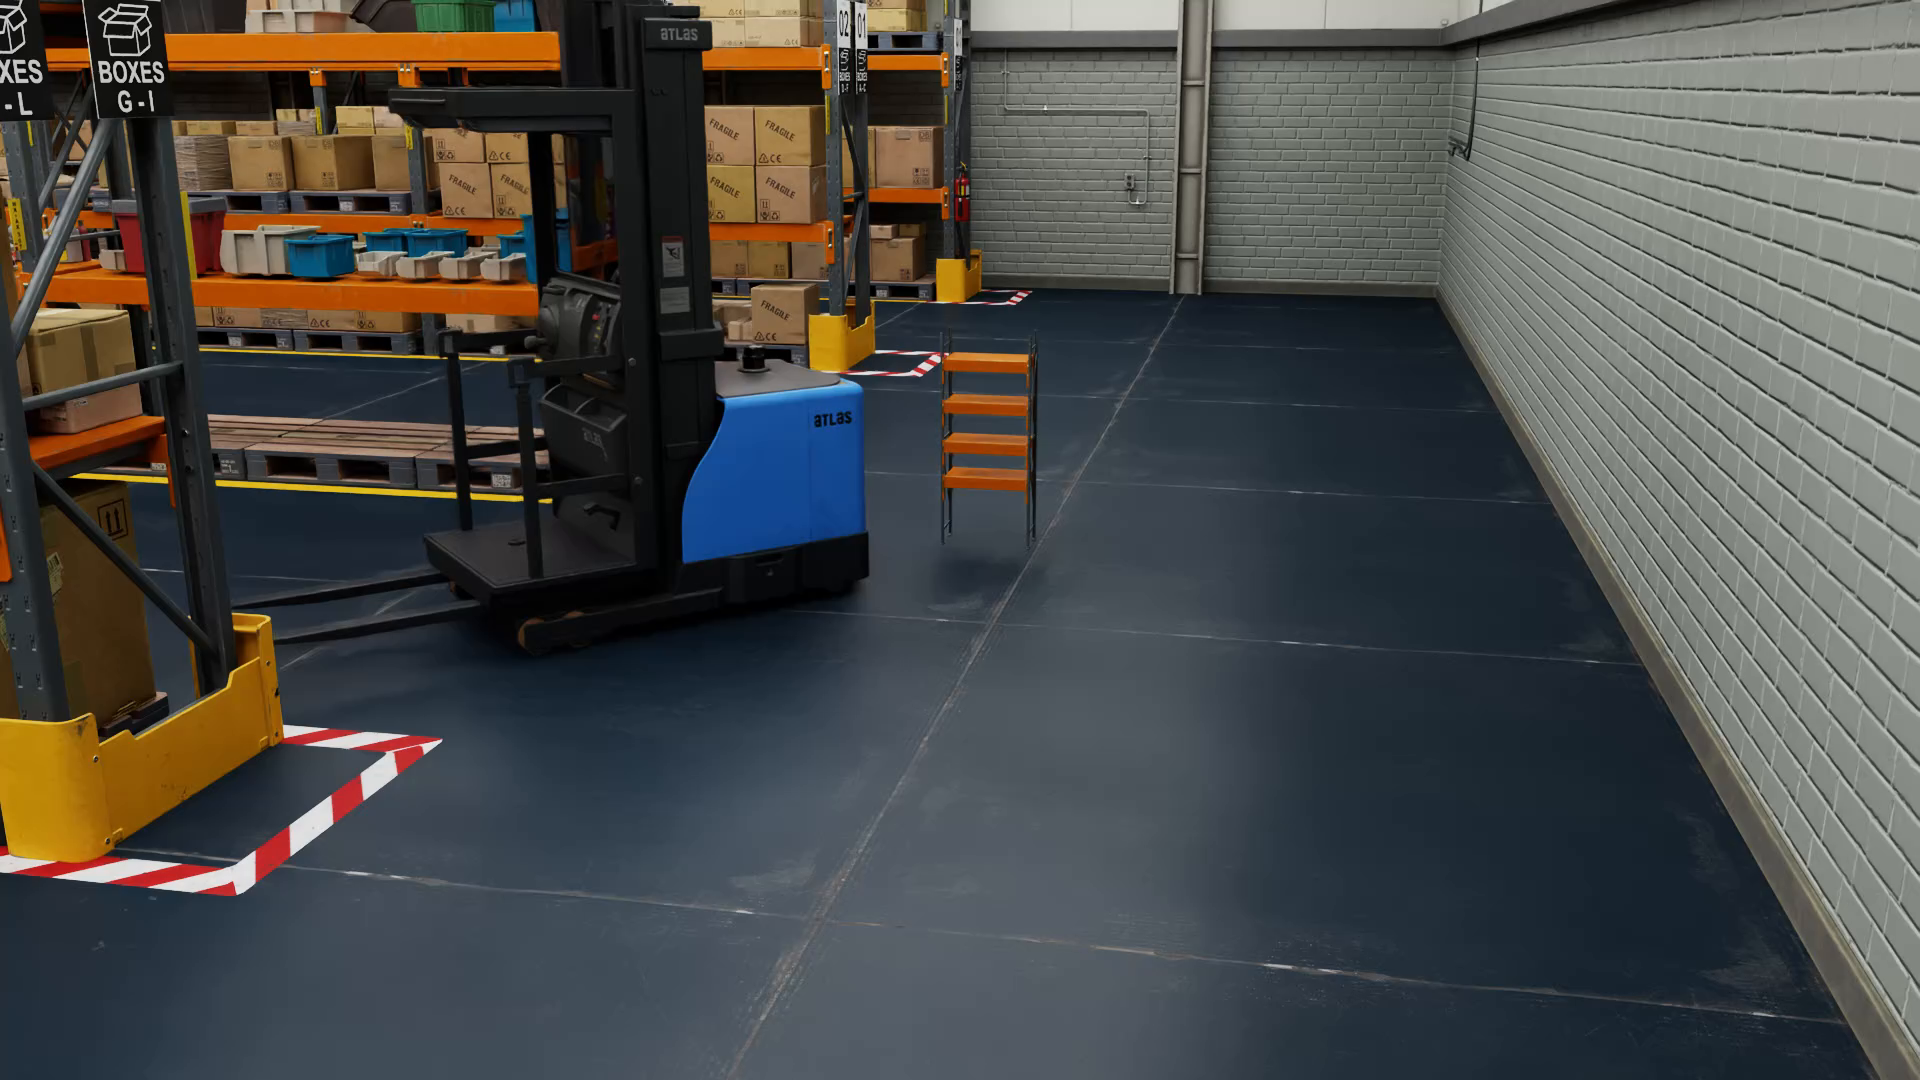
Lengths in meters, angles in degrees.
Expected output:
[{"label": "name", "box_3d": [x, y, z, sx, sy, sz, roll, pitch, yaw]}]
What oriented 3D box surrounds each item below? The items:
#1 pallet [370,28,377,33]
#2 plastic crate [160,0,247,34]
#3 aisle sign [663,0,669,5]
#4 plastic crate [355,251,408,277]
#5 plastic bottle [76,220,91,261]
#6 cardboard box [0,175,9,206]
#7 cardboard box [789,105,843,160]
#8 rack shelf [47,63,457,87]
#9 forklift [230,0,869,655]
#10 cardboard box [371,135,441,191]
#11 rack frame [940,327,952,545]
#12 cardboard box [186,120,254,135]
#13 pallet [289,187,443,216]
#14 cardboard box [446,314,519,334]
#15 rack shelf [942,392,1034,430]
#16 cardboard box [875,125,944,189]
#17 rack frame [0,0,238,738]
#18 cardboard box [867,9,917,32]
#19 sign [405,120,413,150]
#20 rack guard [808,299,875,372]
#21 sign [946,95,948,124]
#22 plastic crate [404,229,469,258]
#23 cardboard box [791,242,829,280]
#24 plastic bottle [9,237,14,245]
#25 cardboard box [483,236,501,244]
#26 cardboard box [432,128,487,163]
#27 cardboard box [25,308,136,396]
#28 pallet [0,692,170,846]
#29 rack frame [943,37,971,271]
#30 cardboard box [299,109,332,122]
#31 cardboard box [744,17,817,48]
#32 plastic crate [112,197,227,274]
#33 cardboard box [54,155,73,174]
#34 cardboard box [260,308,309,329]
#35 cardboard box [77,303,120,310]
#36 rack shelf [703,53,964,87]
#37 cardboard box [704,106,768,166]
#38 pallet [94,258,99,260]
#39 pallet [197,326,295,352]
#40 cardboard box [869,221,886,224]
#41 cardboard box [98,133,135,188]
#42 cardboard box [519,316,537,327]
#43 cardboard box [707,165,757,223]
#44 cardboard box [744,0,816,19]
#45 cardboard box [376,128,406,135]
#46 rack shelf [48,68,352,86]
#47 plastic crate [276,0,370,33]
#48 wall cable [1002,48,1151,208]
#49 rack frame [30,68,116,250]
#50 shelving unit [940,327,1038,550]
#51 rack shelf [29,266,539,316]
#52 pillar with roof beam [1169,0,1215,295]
[{"label": "pallet", "box_3d": [-5.558, -4.734, 15.695, 1.003, 0.211, 1.213, 3, 16, 11]}, {"label": "plastic crate", "box_3d": [-4.761, -3.275, 10.321, 0.590, 0.269, 0.497, 3, 16, 11]}, {"label": "aisle sign", "box_3d": [-1.875, -3.144, 10.353, 0.004, 0.787, 0.394, 3, 16, 11]}, {"label": "plastic crate", "box_3d": [-3.692, -1.754, 10.585, 0.250, 0.136, 0.298, 3, 16, 11]}, {"label": "plastic bottle", "box_3d": [-6.198, -2.105, 11.691, 0.133, 0.283, 0.061, 3, 16, 11]}, {"label": "cardboard box", "box_3d": [-9.691, -3.594, 17.014, 0.500, 0.311, 0.500, 3, 16, 10]}, {"label": "cardboard box", "box_3d": [-1.396, -3.735, 15.298, 0.500, 0.500, 0.500, 4, 16, 13]}, {"label": "rack shelf", "box_3d": [-6.893, -4.531, 15.958, 4.000, 0.370, 1.077, 3, 16, 11]}, {"label": "forklift", "box_3d": [-1.977, -1.047, 7.780, 3.031, 2.935, 1.130, -10, 18, -32]}, {"label": "cardboard box", "box_3d": [-5.353, -3.660, 16.112, 0.500, 0.500, 0.700, -2, 16, -8]}, {"label": "rack frame", "box_3d": [-0.077, -0.582, 9.347, 0.015, 1.200, 0.240, 3, 16, 11]}, {"label": "cardboard box", "box_3d": [-9.558, -5.178, 21.553, 0.500, 0.500, 0.700, 3, 16, 11]}, {"label": "pallet", "box_3d": [-5.695, -3.304, 16.161, 1.213, 0.211, 1.003, 3, 16, 11]}, {"label": "cardboard box", "box_3d": [-4.565, -2.163, 15.894, 0.500, 0.311, 0.500, 3, 16, 11]}, {"label": "rack shelf", "box_3d": [0.162, -0.720, 9.258, 0.480, 0.148, 0.258, 3, 16, 11]}, {"label": "cardboard box", "box_3d": [-0.532, -4.578, 19.838, 0.700, 0.700, 0.980, 4, 16, 14]}, {"label": "rack frame", "box_3d": [-2.991, -0.522, 5.756, 0.127, 3.000, 1.000, 3, 16, 11]}, {"label": "cardboard box", "box_3d": [-0.801, -6.002, 19.230, 0.500, 0.250, 0.500, 4, 16, 13]}, {"label": "sign", "box_3d": [-5.040, -3.738, 15.199, 0.005, 0.325, 0.100, 3, 16, 11]}, {"label": "rack guard", "box_3d": [-1.088, -1.912, 15.459, 0.348, 0.500, 1.175, 3, 16, 11]}, {"label": "sign", "box_3d": [-0.152, -4.940, 19.094, 0.005, 0.325, 0.100, 3, 16, 11]}, {"label": "plastic crate", "box_3d": [-3.471, -1.935, 11.059, 0.300, 0.233, 0.416, 3, 16, 11]}, {"label": "cardboard box", "box_3d": [-1.719, -3.471, 20.299, 0.500, 0.500, 0.700, 3, 16, 9]}, {"label": "plastic bottle", "box_3d": [-6.667, -2.044, 11.626, 0.097, 0.201, 0.097, 0, 15, 0]}, {"label": "cardboard box", "box_3d": [-5.484, -3.835, 20.959, 0.750, 0.750, 0.750, 4, 16, 13]}, {"label": "cardboard box", "box_3d": [-4.528, -3.757, 15.376, 0.500, 0.500, 0.500, 4, 16, 13]}, {"label": "cardboard box", "box_3d": [-3.408, -0.689, 6.083, 0.500, 0.250, 0.500, 3, 16, 10]}, {"label": "pallet", "box_3d": [-3.790, 0.800, 6.208, 1.213, 0.211, 1.003, 3, 16, 11]}, {"label": "rack frame", "box_3d": [-0.030, -4.409, 19.789, 0.127, 3.000, 1.000, 3, 16, 11]}, {"label": "cardboard box", "box_3d": [-8.214, -5.418, 21.205, 0.250, 0.149, 0.380, 1, 16, 4]}, {"label": "cardboard box", "box_3d": [-1.570, -4.444, 14.580, 0.500, 0.250, 0.500, 3, 16, 11]}, {"label": "plastic crate", "box_3d": [-5.099, -1.977, 10.777, 0.583, 0.464, 0.402, 3, 16, 11]}, {"label": "cardboard box", "box_3d": [-12.207, -5.066, 22.404, 0.500, 0.250, 0.500, 3, 16, 12]}, {"label": "cardboard box", "box_3d": [-6.448, -2.340, 16.177, 0.500, 0.500, 0.500, 3, 16, 12]}, {"label": "cardboard box", "box_3d": [-8.464, -2.447, 16.565, 0.500, 0.500, 0.500, 4, 16, 13]}, {"label": "rack shelf", "box_3d": [-1.990, -5.614, 19.869, 4.000, 0.370, 1.077, 3, 16, 11]}, {"label": "cardboard box", "box_3d": [-2.000, -3.621, 14.886, 0.500, 0.500, 0.500, 4, 16, 13]}, {"label": "pallet", "box_3d": [-11.026, -3.662, 22.318, 1.213, 0.211, 1.003, 3, 16, 11]}, {"label": "pallet", "box_3d": [-6.937, -2.079, 16.604, 1.213, 0.211, 1.003, 3, 16, 11]}, {"label": "cardboard box", "box_3d": [-1.070, -3.803, 20.282, 0.250, 0.149, 0.380, 3, 16, 11]}, {"label": "cardboard box", "box_3d": [-8.214, -3.785, 16.563, 0.500, 0.500, 0.700, -2, 16, -8]}, {"label": "cardboard box", "box_3d": [-4.318, -2.377, 16.312, 0.500, 0.500, 0.500, 3, 16, 11]}, {"label": "cardboard box", "box_3d": [-2.016, -3.140, 15.023, 0.500, 0.500, 0.500, 3, 16, 12]}, {"label": "cardboard box", "box_3d": [-1.568, -4.688, 14.521, 0.500, 0.250, 0.500, 3, 16, 11]}, {"label": "cardboard box", "box_3d": [-6.933, -4.913, 20.826, 0.500, 0.500, 0.500, 4, 16, 13]}, {"label": "rack shelf", "box_3d": [-9.830, -6.040, 21.406, 4.000, 0.370, 1.077, 3, 16, 11]}, {"label": "plastic crate", "box_3d": [-4.115, -3.404, 10.766, 0.530, 0.282, 0.437, 3, 16, 11]}, {"label": "wall cable", "box_3d": [1.413, -5.078, 20.301, 1.851, 1.984, 0.084, 3, 16, 11]}, {"label": "rack frame", "box_3d": [-8.853, -3.538, 16.647, 0.127, 3.000, 1.000, 3, 16, 11]}, {"label": "shelving unit", "box_3d": [0.162, -0.569, 9.300, 0.503, 1.200, 0.258, 3, 16, 11]}, {"label": "rack shelf", "box_3d": [-3.964, -1.577, 10.914, 4.000, 0.370, 1.077, 3, 16, 11]}, {"label": "pillar with roof beam", "box_3d": [1.930, -6.257, 15.221, 0.400, 9.000, 9.100, 3, 16, 11]}]
